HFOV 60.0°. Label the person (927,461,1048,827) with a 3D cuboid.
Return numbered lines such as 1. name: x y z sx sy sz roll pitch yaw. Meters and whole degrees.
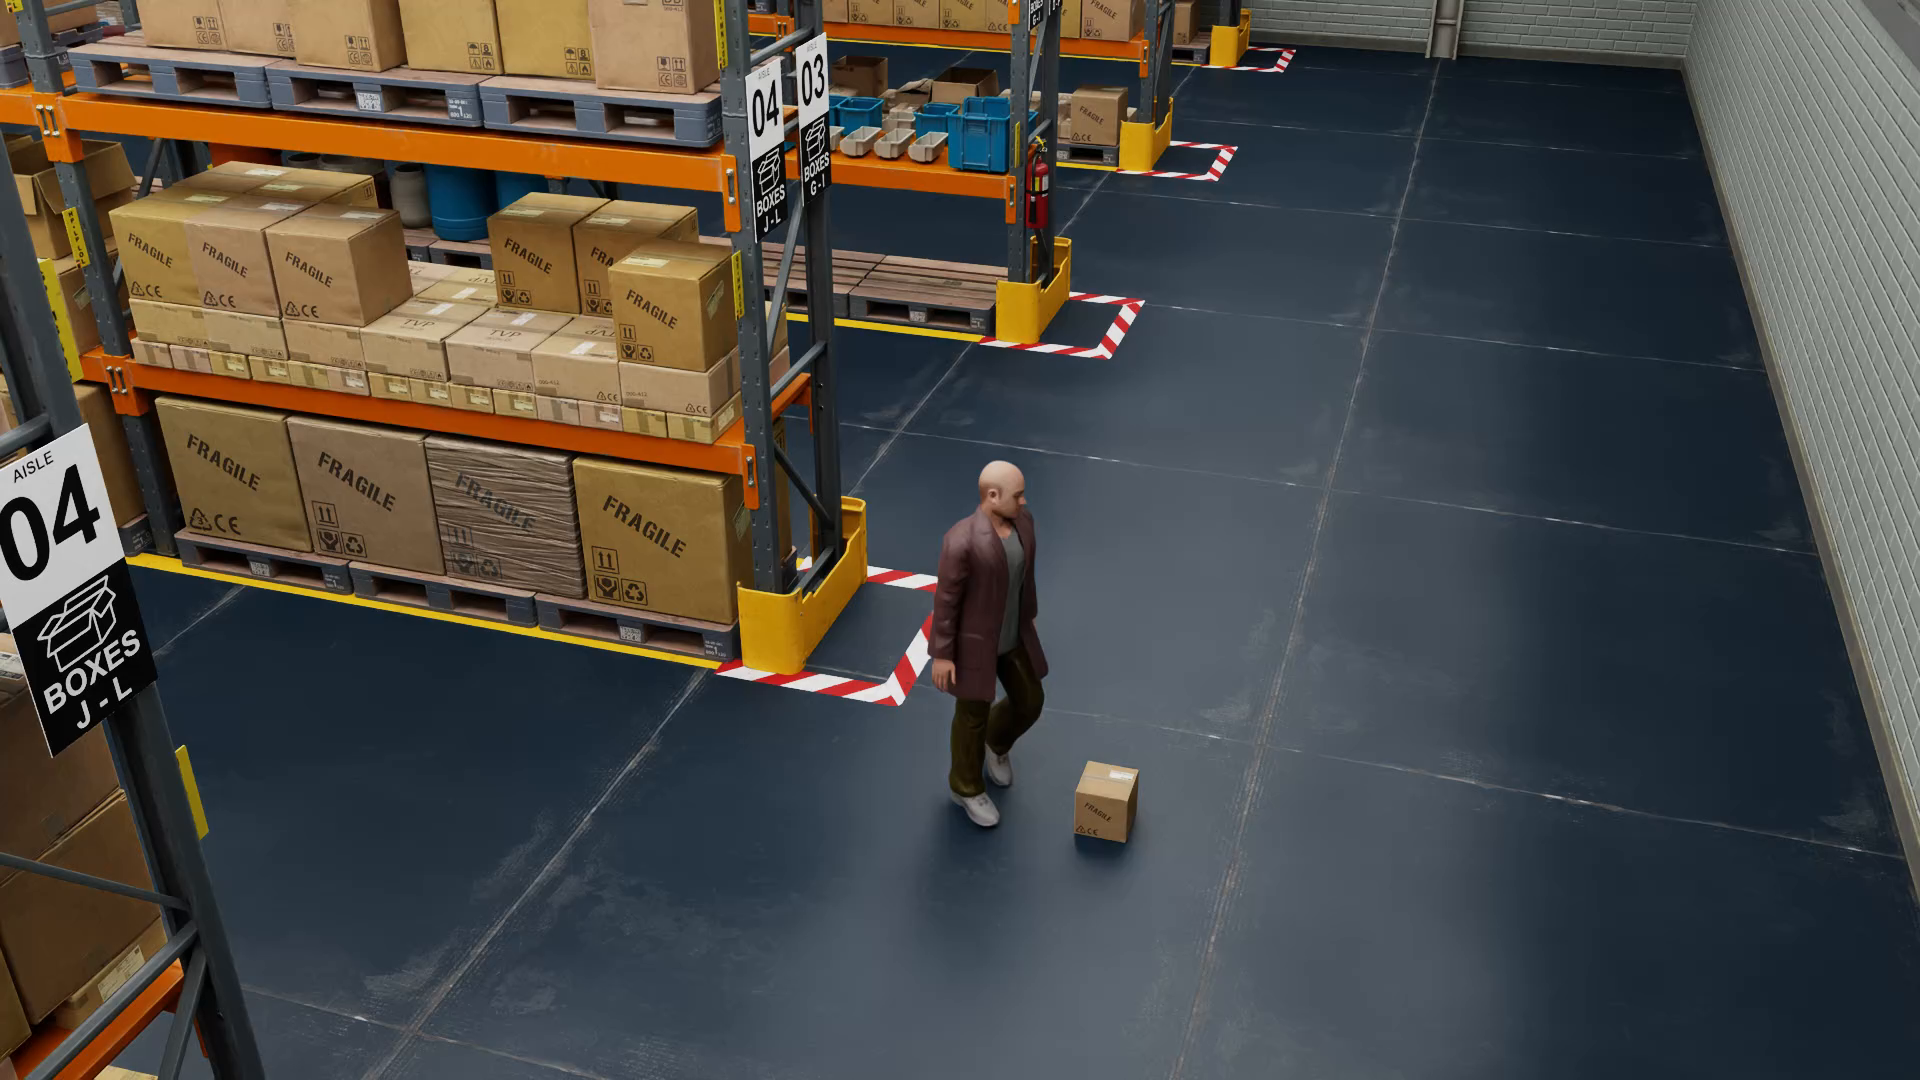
1. person: 0.118 0.455 7.696 0.666 1.773 0.555 -21 35 -33
